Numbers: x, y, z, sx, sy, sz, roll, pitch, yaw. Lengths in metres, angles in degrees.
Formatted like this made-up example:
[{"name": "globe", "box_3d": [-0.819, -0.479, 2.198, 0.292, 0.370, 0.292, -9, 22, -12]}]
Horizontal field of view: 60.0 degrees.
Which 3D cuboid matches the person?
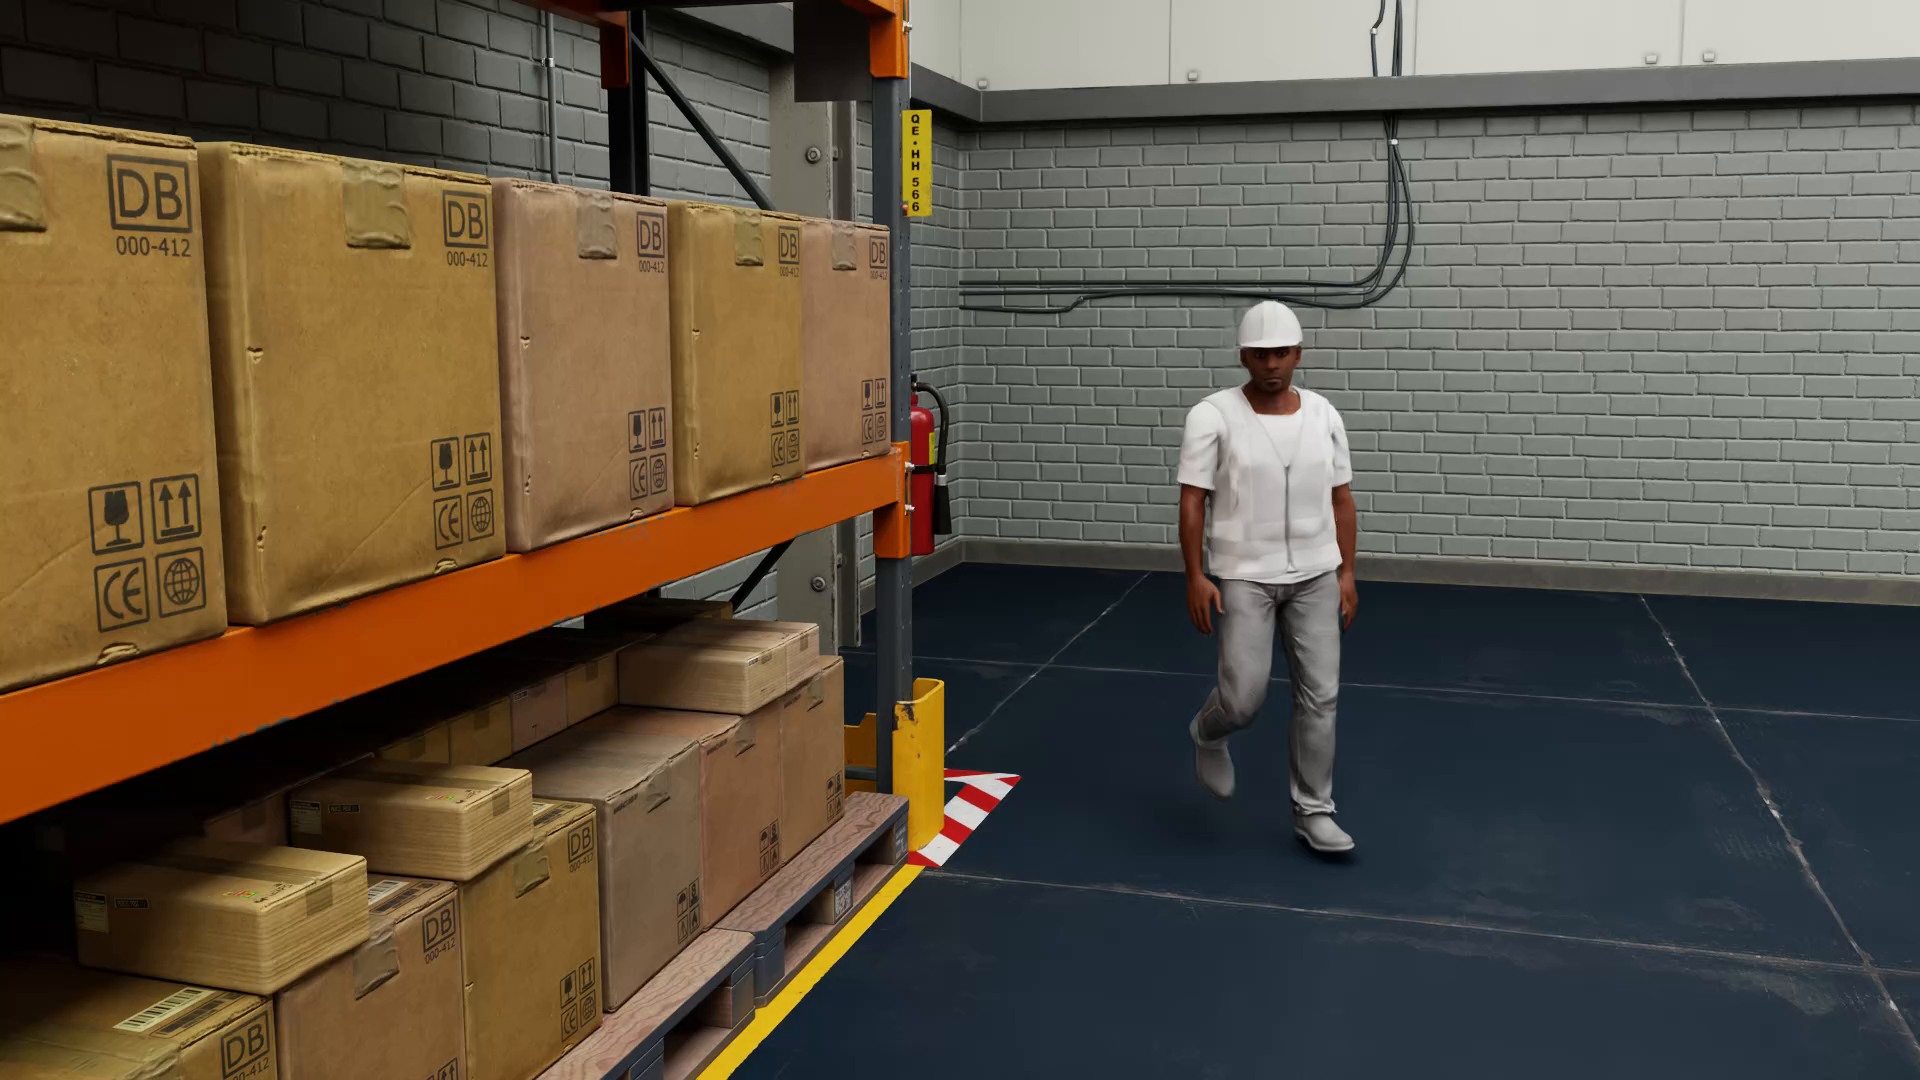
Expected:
[{"name": "person", "box_3d": [0.994, 0.107, 5.405, 0.603, 1.752, 0.633, -1, 8, -10]}]
